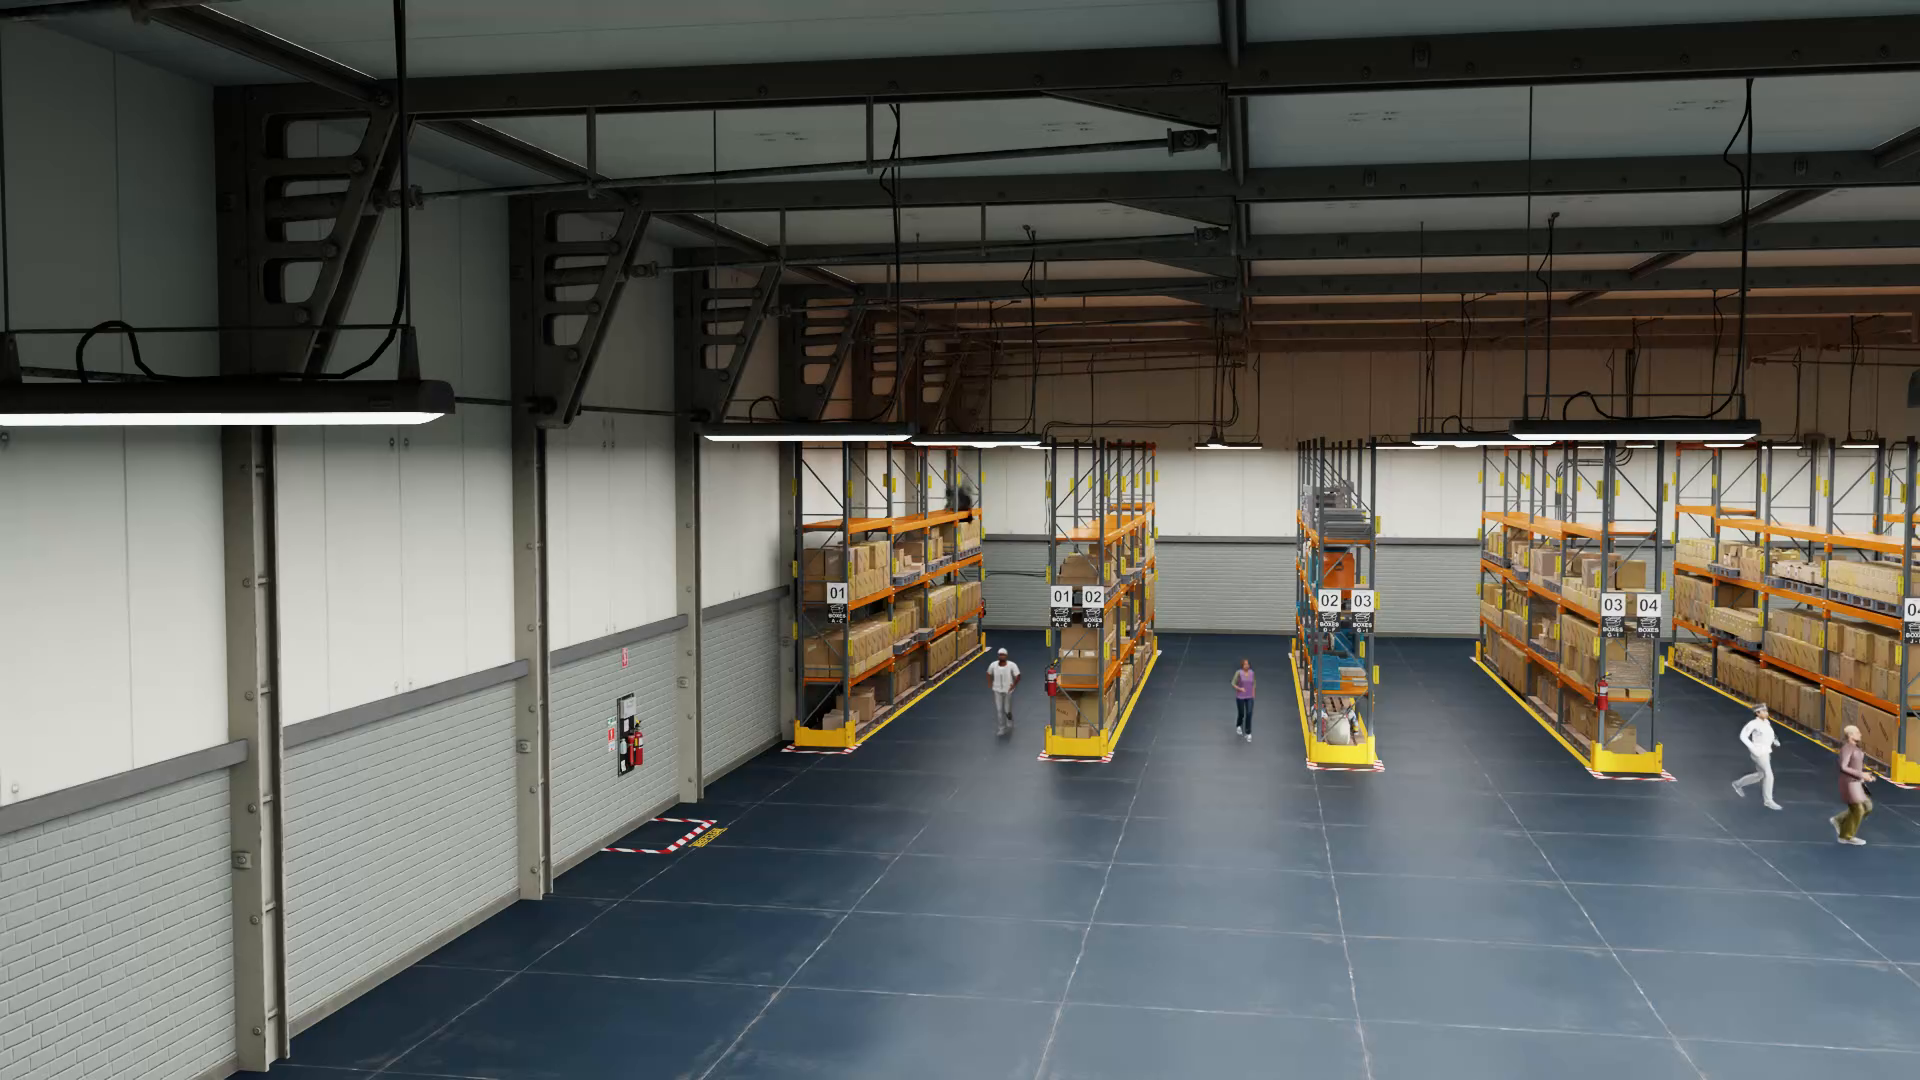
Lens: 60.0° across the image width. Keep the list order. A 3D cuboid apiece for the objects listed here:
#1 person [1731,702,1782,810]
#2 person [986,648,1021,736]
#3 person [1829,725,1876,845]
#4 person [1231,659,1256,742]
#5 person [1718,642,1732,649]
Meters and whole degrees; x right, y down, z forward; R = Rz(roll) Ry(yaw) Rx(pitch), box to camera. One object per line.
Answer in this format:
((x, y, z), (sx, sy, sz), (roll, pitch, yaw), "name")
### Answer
((12.922, 3.461, 26.913), (0.608, 1.703, 0.797), (-2, 4, -39), "person")
((0.873, 3.066, 33.841), (0.713, 1.749, 0.729), (1, 3, 10), "person")
((13.024, 3.569, 24.234), (0.639, 1.734, 0.728), (2, 4, 39), "person")
((5.671, 3.165, 33.204), (0.537, 1.607, 0.820), (0, 3, -2), "person")
((20.713, 2.519, 45.324), (0.676, 1.606, 0.790), (-1, 3, -24), "person")
